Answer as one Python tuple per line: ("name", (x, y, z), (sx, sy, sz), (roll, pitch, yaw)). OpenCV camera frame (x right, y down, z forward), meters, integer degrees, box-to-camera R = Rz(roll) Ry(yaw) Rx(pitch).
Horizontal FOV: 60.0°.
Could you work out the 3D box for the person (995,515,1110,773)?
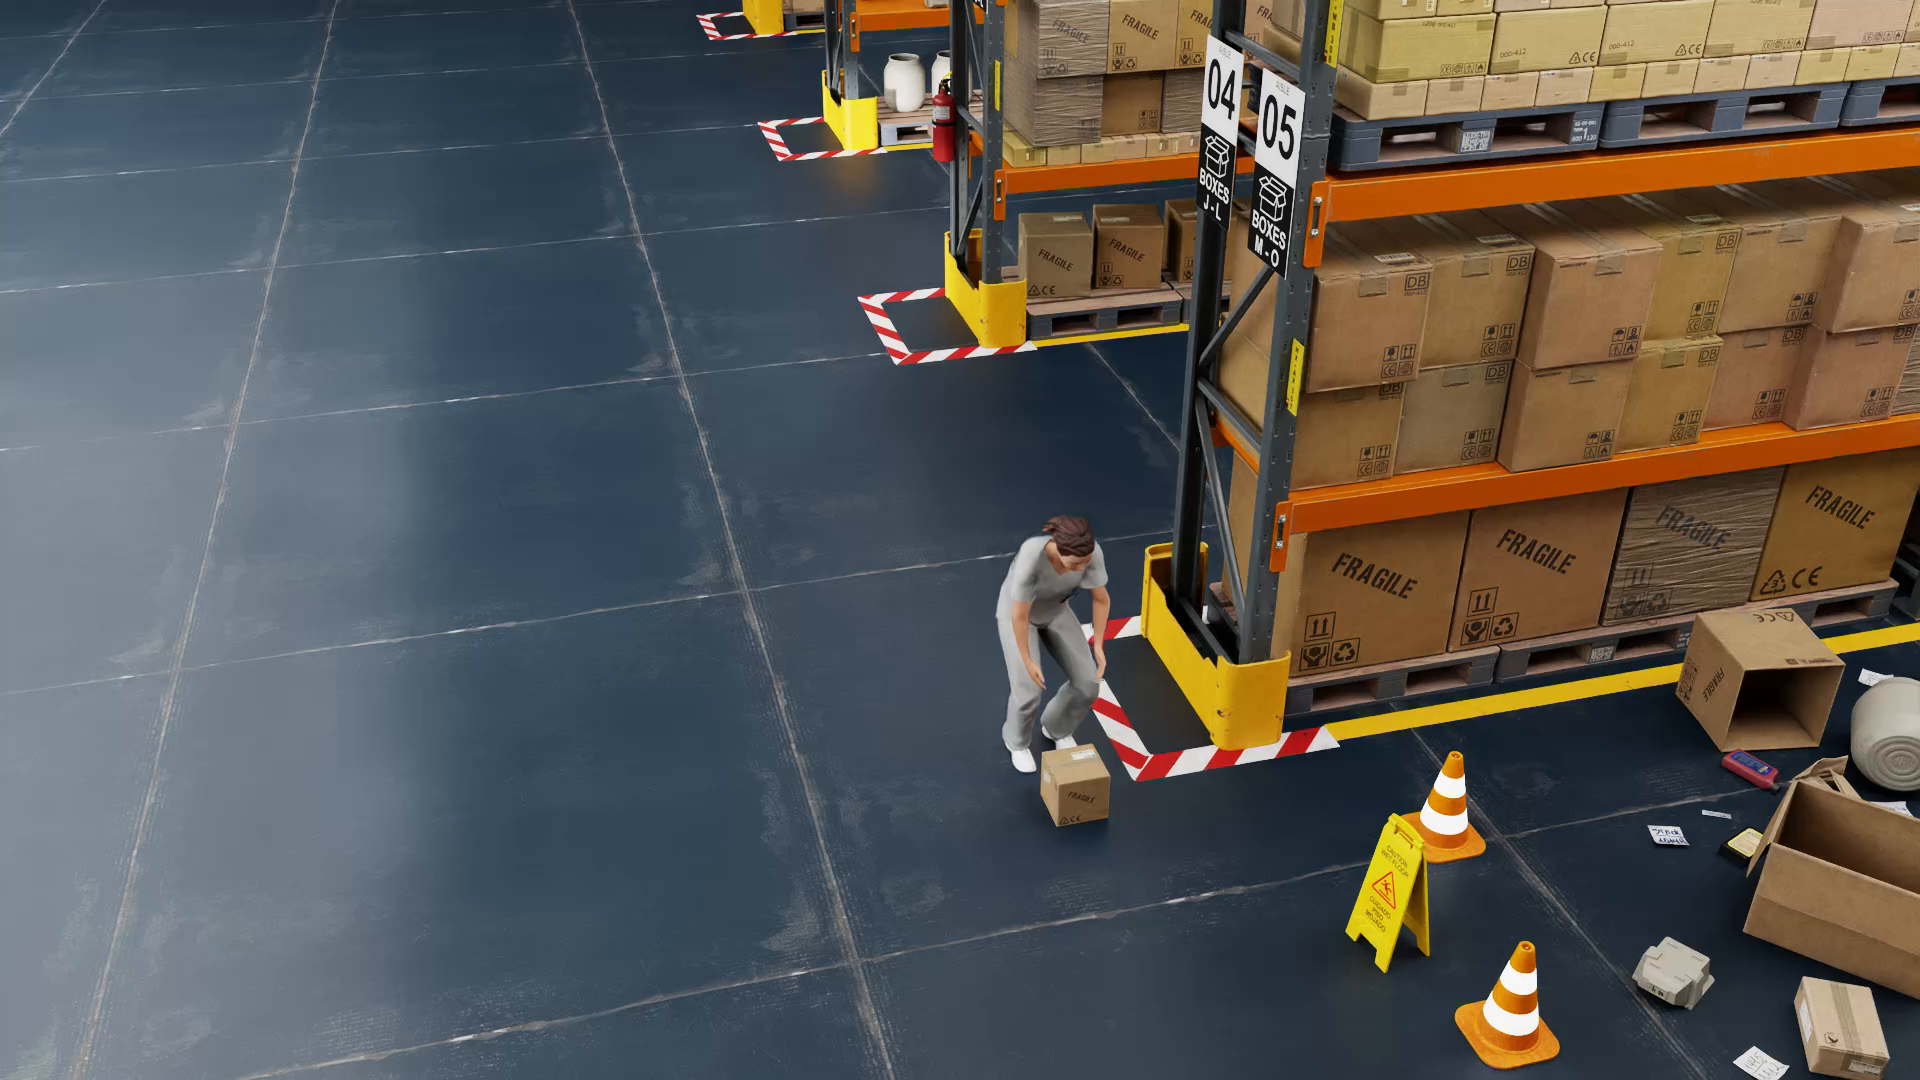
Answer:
("person", (0.437, 0.429, 7.765), (0.490, 1.417, 0.615), (-10, 32, -17))
